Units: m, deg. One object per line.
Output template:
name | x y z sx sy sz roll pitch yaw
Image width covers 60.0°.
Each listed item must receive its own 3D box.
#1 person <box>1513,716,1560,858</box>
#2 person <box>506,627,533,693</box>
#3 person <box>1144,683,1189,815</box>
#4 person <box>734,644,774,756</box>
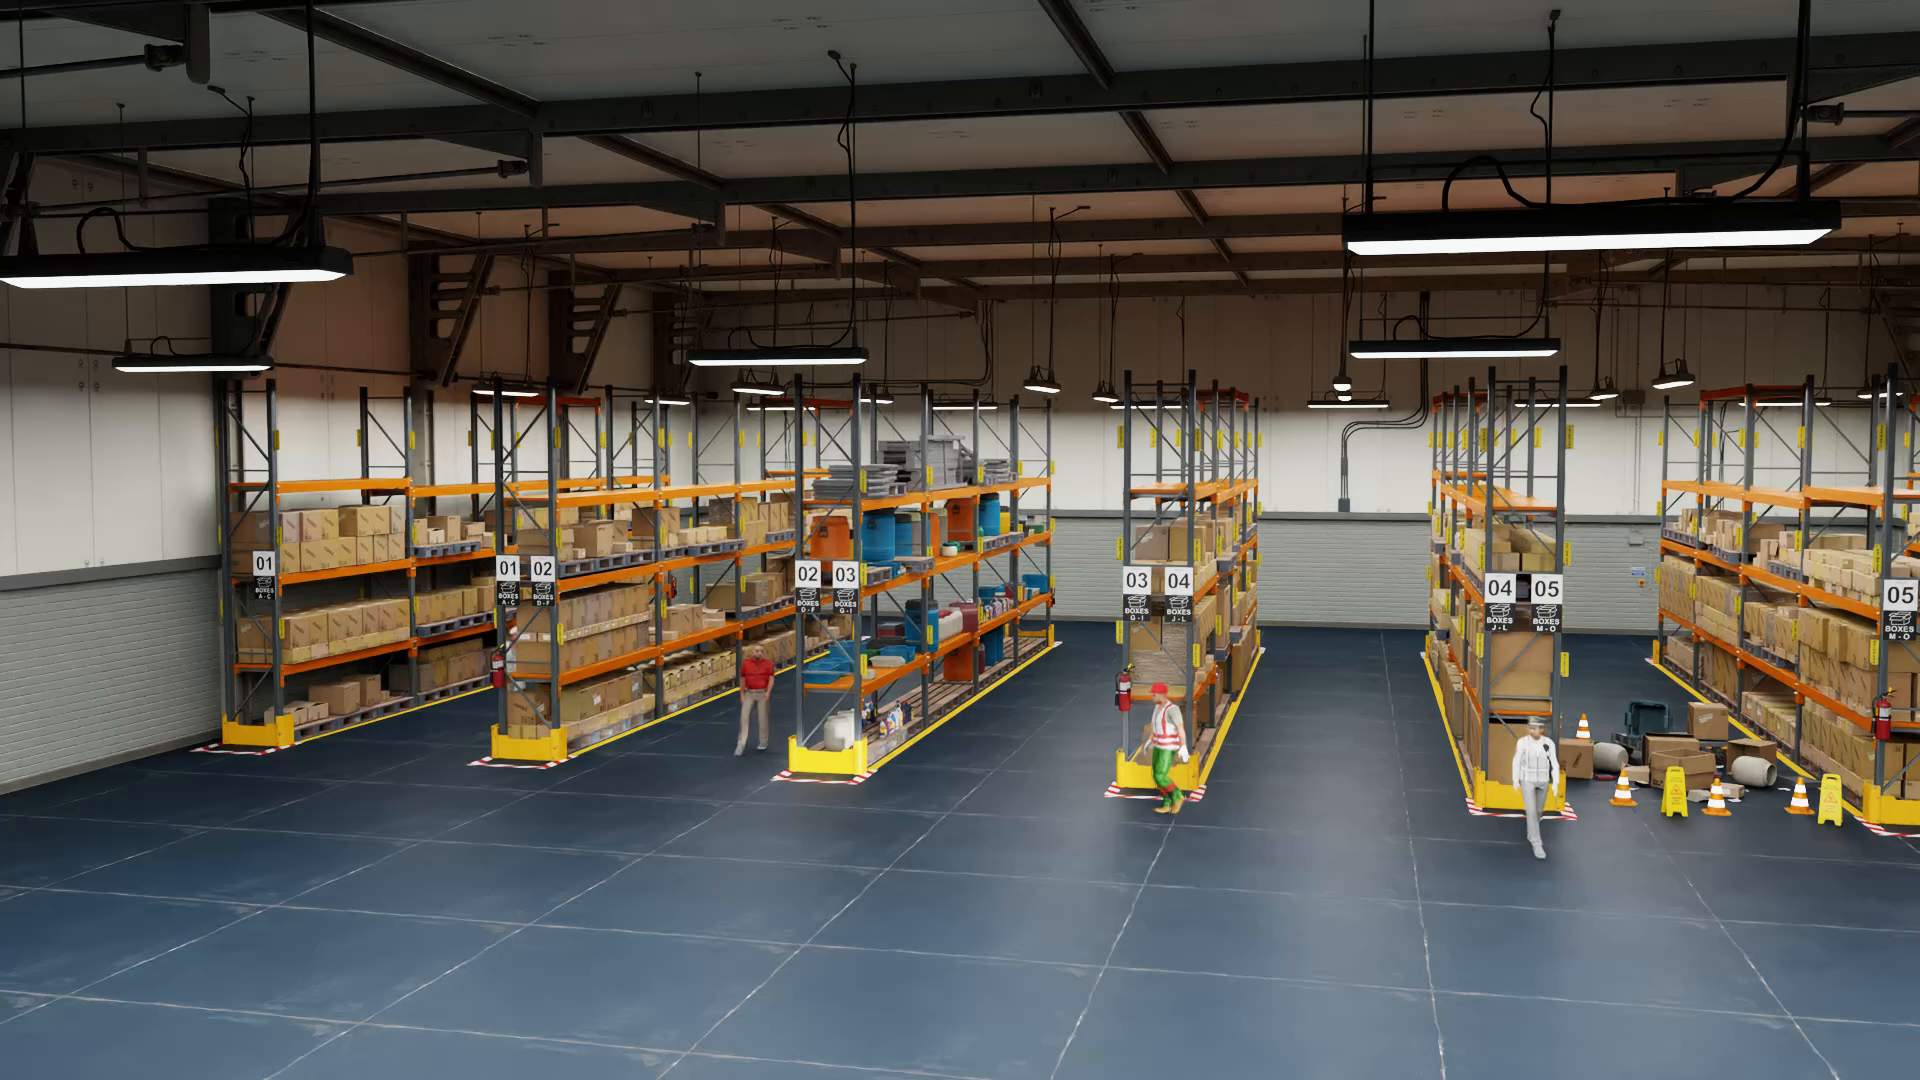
person | 7.003 2.948 20.178 0.514 1.637 0.889 0 3 5
person | -7.740 2.386 28.954 0.525 1.758 0.910 0 3 5
person | 2.756 2.793 22.262 0.486 1.761 0.699 -2 4 -24
person | -3.303 2.541 26.683 0.649 1.741 0.685 0 3 -6
